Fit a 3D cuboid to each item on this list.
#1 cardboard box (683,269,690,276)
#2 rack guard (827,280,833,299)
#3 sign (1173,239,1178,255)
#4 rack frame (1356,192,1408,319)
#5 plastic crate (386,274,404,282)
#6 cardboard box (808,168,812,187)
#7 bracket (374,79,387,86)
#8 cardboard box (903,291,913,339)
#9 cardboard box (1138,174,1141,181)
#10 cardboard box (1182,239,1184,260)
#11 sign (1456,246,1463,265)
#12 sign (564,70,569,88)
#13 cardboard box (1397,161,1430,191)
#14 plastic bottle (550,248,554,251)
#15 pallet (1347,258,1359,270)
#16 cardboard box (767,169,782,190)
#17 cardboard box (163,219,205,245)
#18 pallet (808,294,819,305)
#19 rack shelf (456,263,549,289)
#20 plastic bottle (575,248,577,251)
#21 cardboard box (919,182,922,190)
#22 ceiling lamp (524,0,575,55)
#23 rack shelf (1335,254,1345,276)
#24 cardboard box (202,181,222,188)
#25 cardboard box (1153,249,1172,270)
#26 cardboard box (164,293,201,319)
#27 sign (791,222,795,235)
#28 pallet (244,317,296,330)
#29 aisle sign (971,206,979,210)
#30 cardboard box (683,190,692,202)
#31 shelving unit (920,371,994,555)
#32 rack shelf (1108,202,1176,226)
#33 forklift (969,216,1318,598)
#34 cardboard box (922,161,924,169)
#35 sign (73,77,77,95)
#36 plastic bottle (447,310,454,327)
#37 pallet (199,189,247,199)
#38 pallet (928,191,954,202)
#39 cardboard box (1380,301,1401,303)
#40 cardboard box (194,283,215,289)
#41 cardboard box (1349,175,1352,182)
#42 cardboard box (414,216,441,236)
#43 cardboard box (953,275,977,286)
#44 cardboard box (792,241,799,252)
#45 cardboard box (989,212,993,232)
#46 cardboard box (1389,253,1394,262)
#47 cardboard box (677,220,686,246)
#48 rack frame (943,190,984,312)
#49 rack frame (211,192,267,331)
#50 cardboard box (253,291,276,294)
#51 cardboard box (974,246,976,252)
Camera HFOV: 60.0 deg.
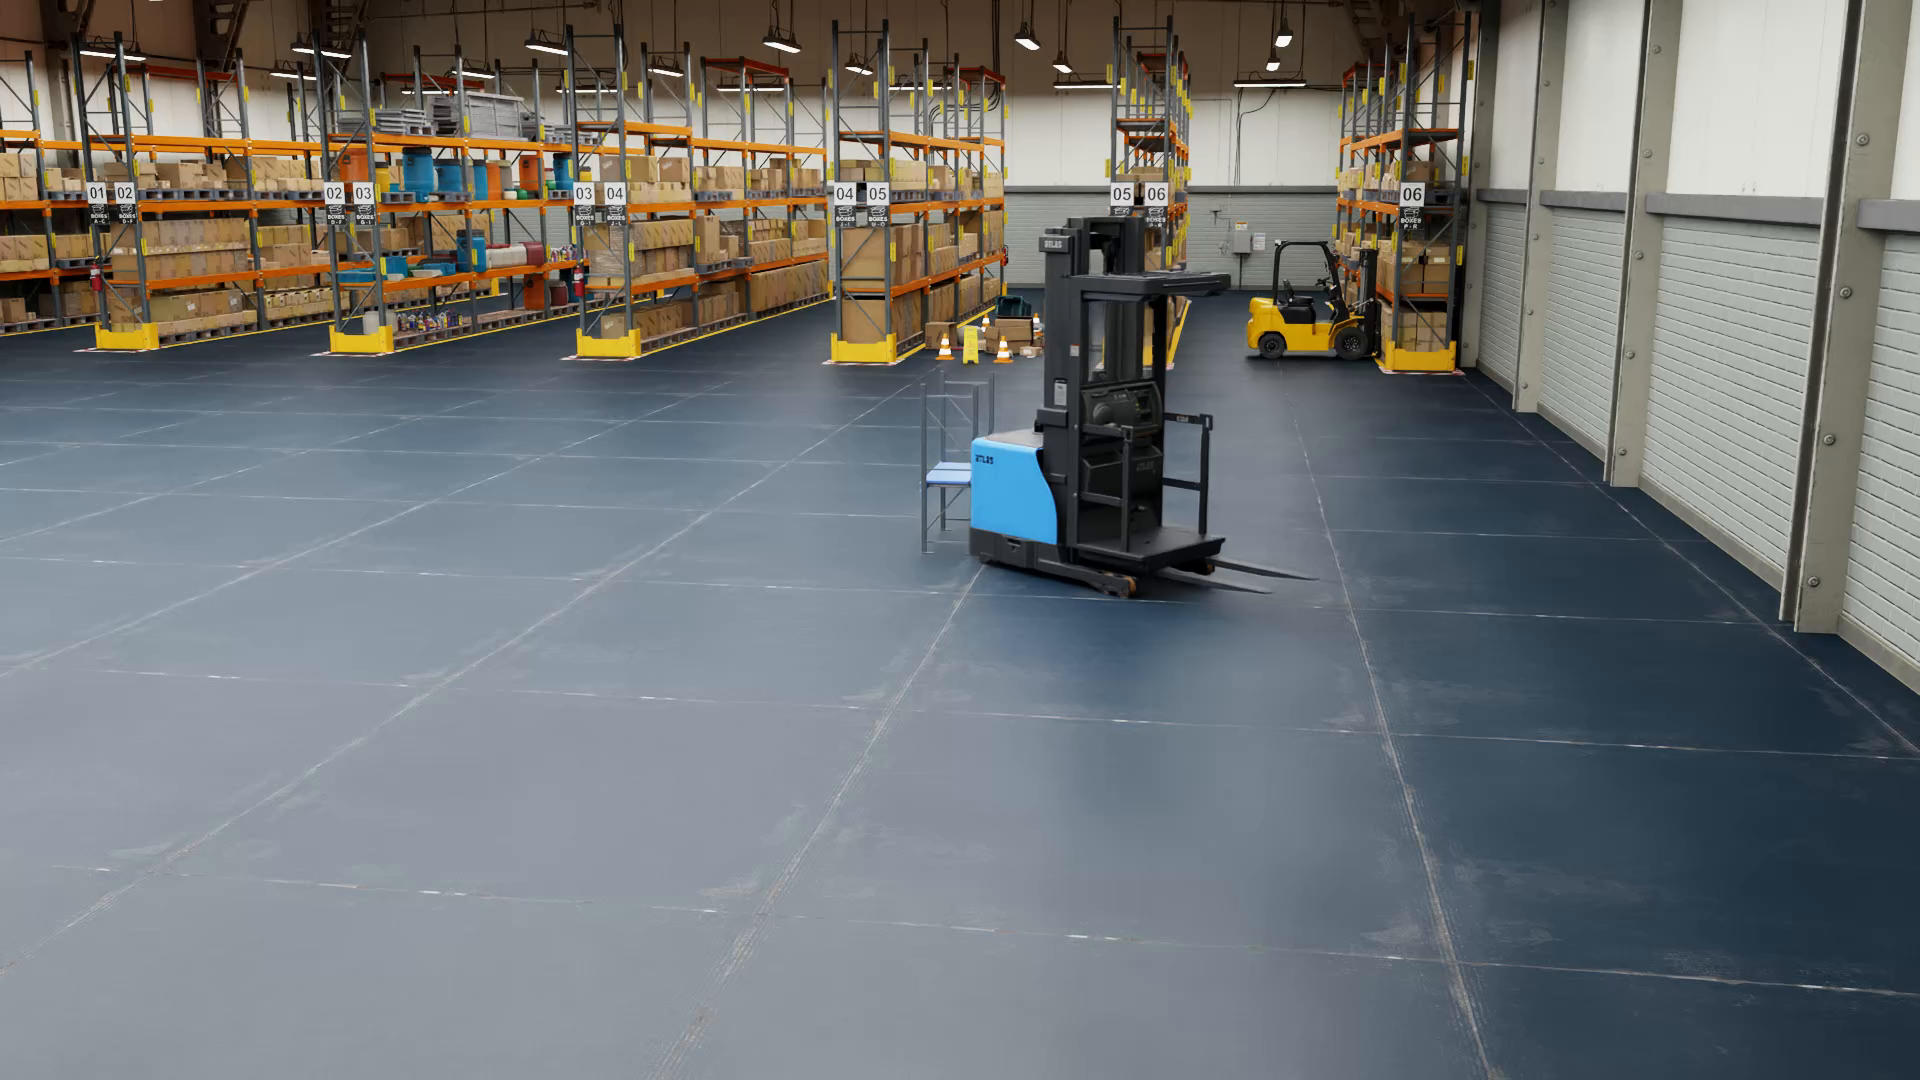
[{"bbox_3d":[-5.818,-5.547,34.466,0.380,0.149,0.250,2,12,9],"label":"cardboard box"},{"bbox_3d":[-4.179,-7.057,46.809,1.175,0.500,0.348,2,12,9],"label":"rack guard"},{"bbox_3d":[4.302,-5.862,33.276,0.100,0.325,0.005,2,12,9],"label":"sign"},{"bbox_3d":[9.285,-6.127,36.562,1.000,3.000,0.127,2,12,9],"label":"rack frame"},{"bbox_3d":[-11.081,-5.151,32.656,0.298,0.136,0.250,2,12,9],"label":"plastic crate"},{"bbox_3d":[-4.415,-9.820,45.105,0.700,0.500,0.500,1,12,7],"label":"cardboard box"},{"bbox_3d":[-18.526,-14.606,53.120,0.235,0.232,0.430,2,12,9],"label":"bracket"},{"bbox_3d":[-1.443,-4.444,32.799,0.875,0.875,0.875,2,12,9],"label":"cardboard box"},{"bbox_3d":[3.098,-6.593,30.305,0.380,0.149,0.250,2,12,9],"label":"cardboard box"},{"bbox_3d":[5.326,-7.258,41.572,0.500,0.500,0.500,2,12,11],"label":"cardboard box"},{"bbox_3d":[8.602,-4.905,28.646,0.100,0.325,0.005,2,12,9],"label":"sign"},{"bbox_3d":[-7.188,-8.432,30.423,0.100,0.325,0.005,2,12,9],"label":"sign"},{"bbox_3d":[7.882,-6.331,28.918,0.500,0.500,0.500,2,12,11],"label":"cardboard box"},{"bbox_3d":[-10.317,-7.216,41.908,0.152,0.276,0.135,2,12,9],"label":"plastic bottle"},{"bbox_3d":[9.320,-6.177,37.248,1.213,0.211,1.003,2,12,9],"label":"pallet"},{"bbox_3d":[-4.877,-9.041,41.726,0.700,0.500,0.500,2,12,10],"label":"cardboard box"},{"bbox_3d":[-16.109,-6.375,34.393,0.700,0.500,0.500,2,12,9],"label":"cardboard box"},{"bbox_3d":[-4.418,-6.488,44.857,1.003,0.211,1.213,2,12,9],"label":"pallet"},{"bbox_3d":[-10.614,-6.001,37.683,1.077,0.370,4.000,2,12,9],"label":"rack shelf"},{"bbox_3d":[-9.623,-7.191,41.793,0.152,0.276,0.135,2,12,9],"label":"plastic bottle"},{"bbox_3d":[-0.959,-6.999,32.850,0.380,0.149,0.250,2,12,10],"label":"cardboard box"},{"bbox_3d":[-8.177,-11.604,33.878,0.800,3.185,2.000,2,12,9],"label":"ceiling lamp"},{"bbox_3d":[10.207,-7.025,42.433,1.077,0.370,4.000,2,12,9],"label":"rack shelf"},{"bbox_3d":[-15.731,-7.455,34.869,0.380,0.149,0.250,2,12,9],"label":"cardboard box"},{"bbox_3d":[3.794,-5.333,31.933,0.500,0.500,0.500,2,12,10],"label":"cardboard box"},{"bbox_3d":[-15.989,-4.806,34.179,0.500,0.500,0.500,2,12,9],"label":"cardboard box"},{"bbox_3d":[-4.260,-7.953,42.473,0.100,0.325,0.005,2,12,9],"label":"sign"},{"bbox_3d":[-15.741,-4.889,37.435,1.003,0.211,1.213,2,12,9],"label":"pallet"},{"bbox_3d":[0.418,-9.388,45.521,0.394,0.787,0.004,2,12,9],"label":"aisle sign"},{"bbox_3d":[-5.840,-7.066,34.151,0.500,0.250,0.500,2,12,11],"label":"cardboard box"},{"bbox_3d":[-0.013,-0.715,15.010,0.538,1.500,1.048,2,12,9],"label":"shelving unit"},{"bbox_3d":[3.457,-6.153,31.269,1.077,0.370,4.000,2,12,9],"label":"rack shelf"},{"bbox_3d":[1.470,-1.098,13.389,1.130,2.935,3.031,-12,17,-43],"label":"forklift"},{"bbox_3d":[-0.923,-7.443,33.014,0.380,0.149,0.250,2,12,8],"label":"cardboard box"},{"bbox_3d":[-16.965,-8.714,31.917,0.100,0.325,0.005,2,12,9],"label":"sign"},{"bbox_3d":[-10.766,-4.673,35.058,0.144,0.351,0.185,1,12,6],"label":"plastic bottle"},{"bbox_3d":[-15.921,-7.342,35.290,1.003,0.211,1.213,2,12,9],"label":"pallet"},{"bbox_3d":[-0.743,-7.432,35.945,1.003,0.211,1.213,2,12,11],"label":"pallet"},{"bbox_3d":[8.196,-4.448,31.926,0.500,0.250,0.500,2,12,9],"label":"cardboard box"},{"bbox_3d":[-19.712,-6.575,42.747,0.750,0.750,0.750,2,12,8],"label":"cardboard box"},{"bbox_3d":[9.355,-8.492,39.068,0.380,0.149,0.250,2,12,8],"label":"cardboard box"},{"bbox_3d":[-14.235,-8.390,44.448,0.500,0.500,0.500,2,12,10],"label":"cardboard box"},{"bbox_3d":[0.131,-6.340,40.703,0.500,0.250,0.500,2,12,11],"label":"cardboard box"},{"bbox_3d":[-4.466,-7.603,43.057,0.500,0.250,0.500,2,12,8],"label":"cardboard box"},{"bbox_3d":[0.571,-8.241,43.052,0.500,0.500,0.500,2,12,10],"label":"cardboard box"},{"bbox_3d":[7.985,-5.124,30.128,0.380,0.149,0.250,1,12,7],"label":"cardboard box"},{"bbox_3d":[-5.901,-6.252,33.825,0.500,0.500,0.500,2,12,9],"label":"cardboard box"},{"bbox_3d":[0.088,-7.259,41.815,1.000,3.000,0.127,2,12,9],"label":"rack frame"},{"bbox_3d":[-15.816,-6.098,36.424,1.000,3.000,0.127,2,12,9],"label":"rack frame"},{"bbox_3d":[-15.884,-5.539,38.030,0.500,0.311,0.500,2,12,8],"label":"cardboard box"},{"bbox_3d":[0.183,-7.199,41.133,0.380,0.149,0.250,2,12,9],"label":"cardboard box"}]
